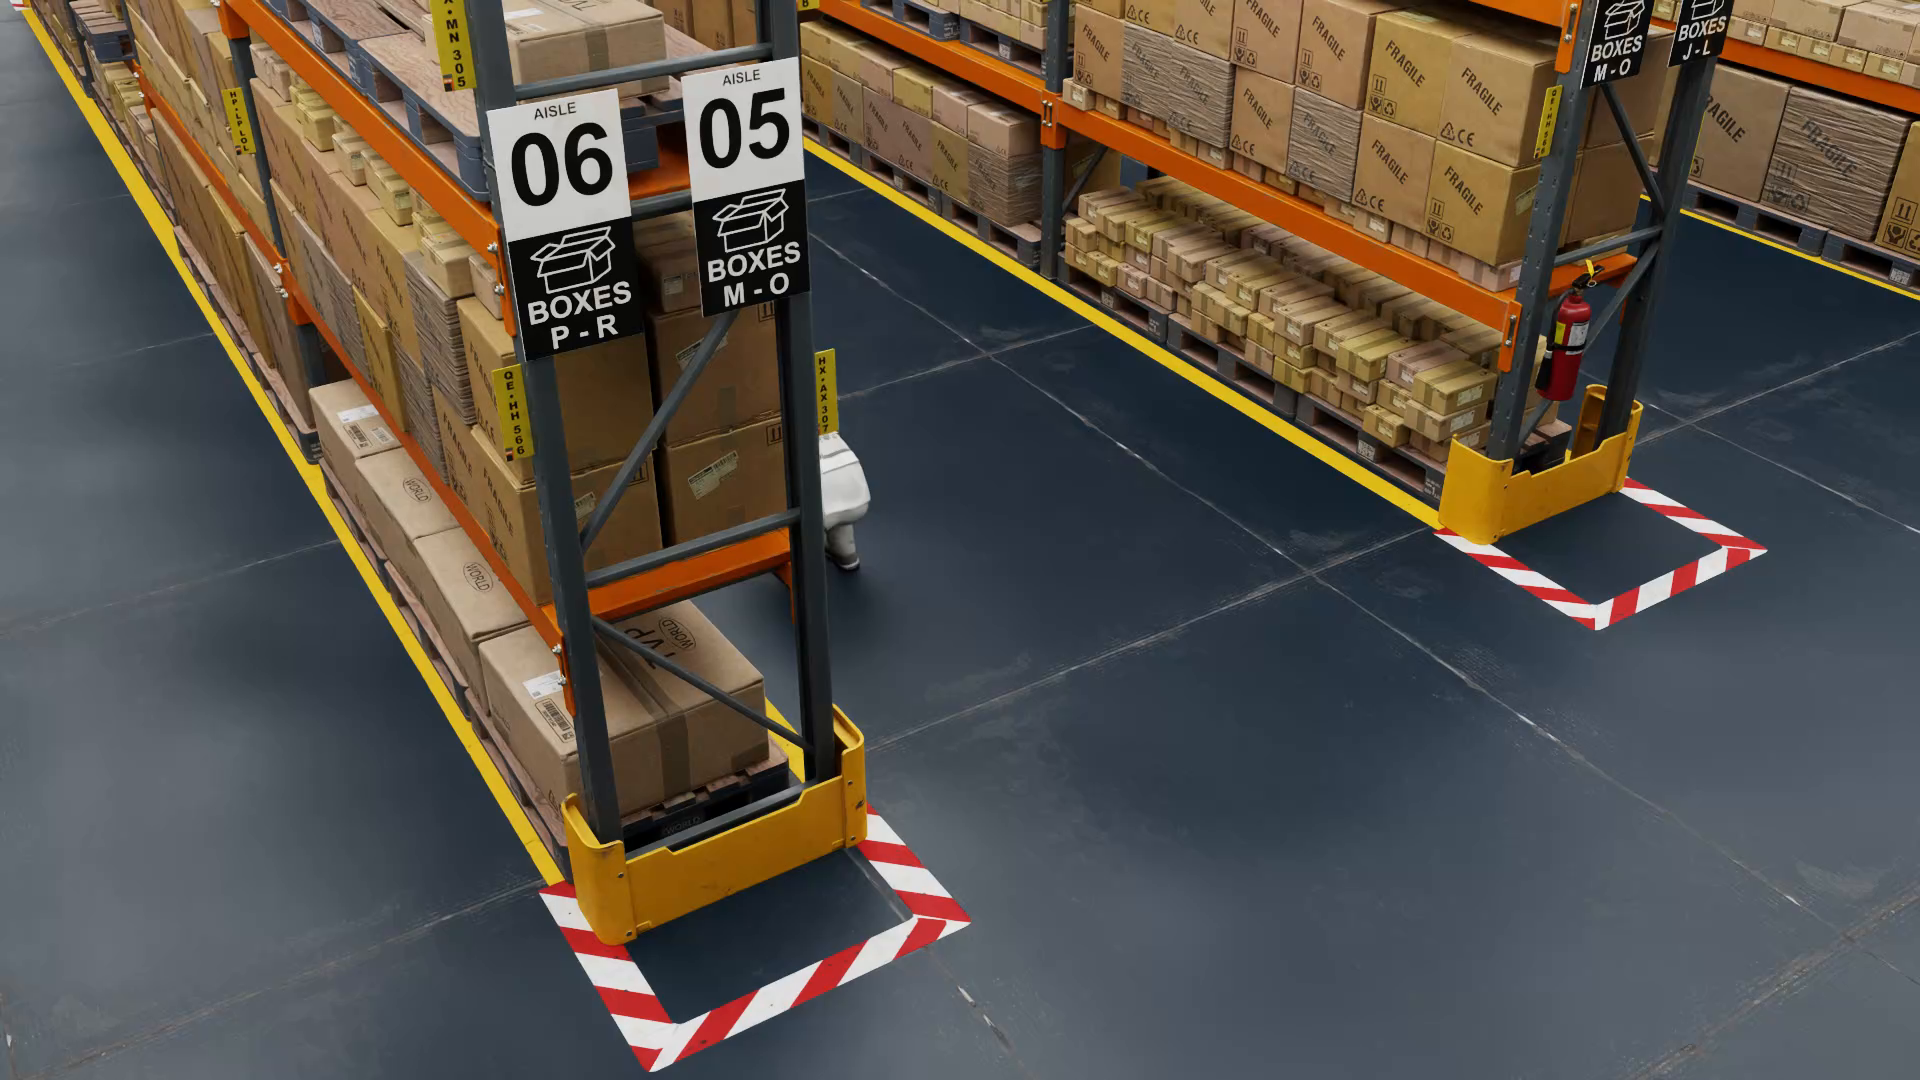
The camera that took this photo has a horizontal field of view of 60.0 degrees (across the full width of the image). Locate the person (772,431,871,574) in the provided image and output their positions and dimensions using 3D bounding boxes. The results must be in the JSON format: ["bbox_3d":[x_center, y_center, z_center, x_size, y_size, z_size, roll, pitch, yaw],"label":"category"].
[{"bbox_3d":[-0.846,-0.321,8.412,0.565,0.931,0.954,-19,37,-27],"label":"person"}]
